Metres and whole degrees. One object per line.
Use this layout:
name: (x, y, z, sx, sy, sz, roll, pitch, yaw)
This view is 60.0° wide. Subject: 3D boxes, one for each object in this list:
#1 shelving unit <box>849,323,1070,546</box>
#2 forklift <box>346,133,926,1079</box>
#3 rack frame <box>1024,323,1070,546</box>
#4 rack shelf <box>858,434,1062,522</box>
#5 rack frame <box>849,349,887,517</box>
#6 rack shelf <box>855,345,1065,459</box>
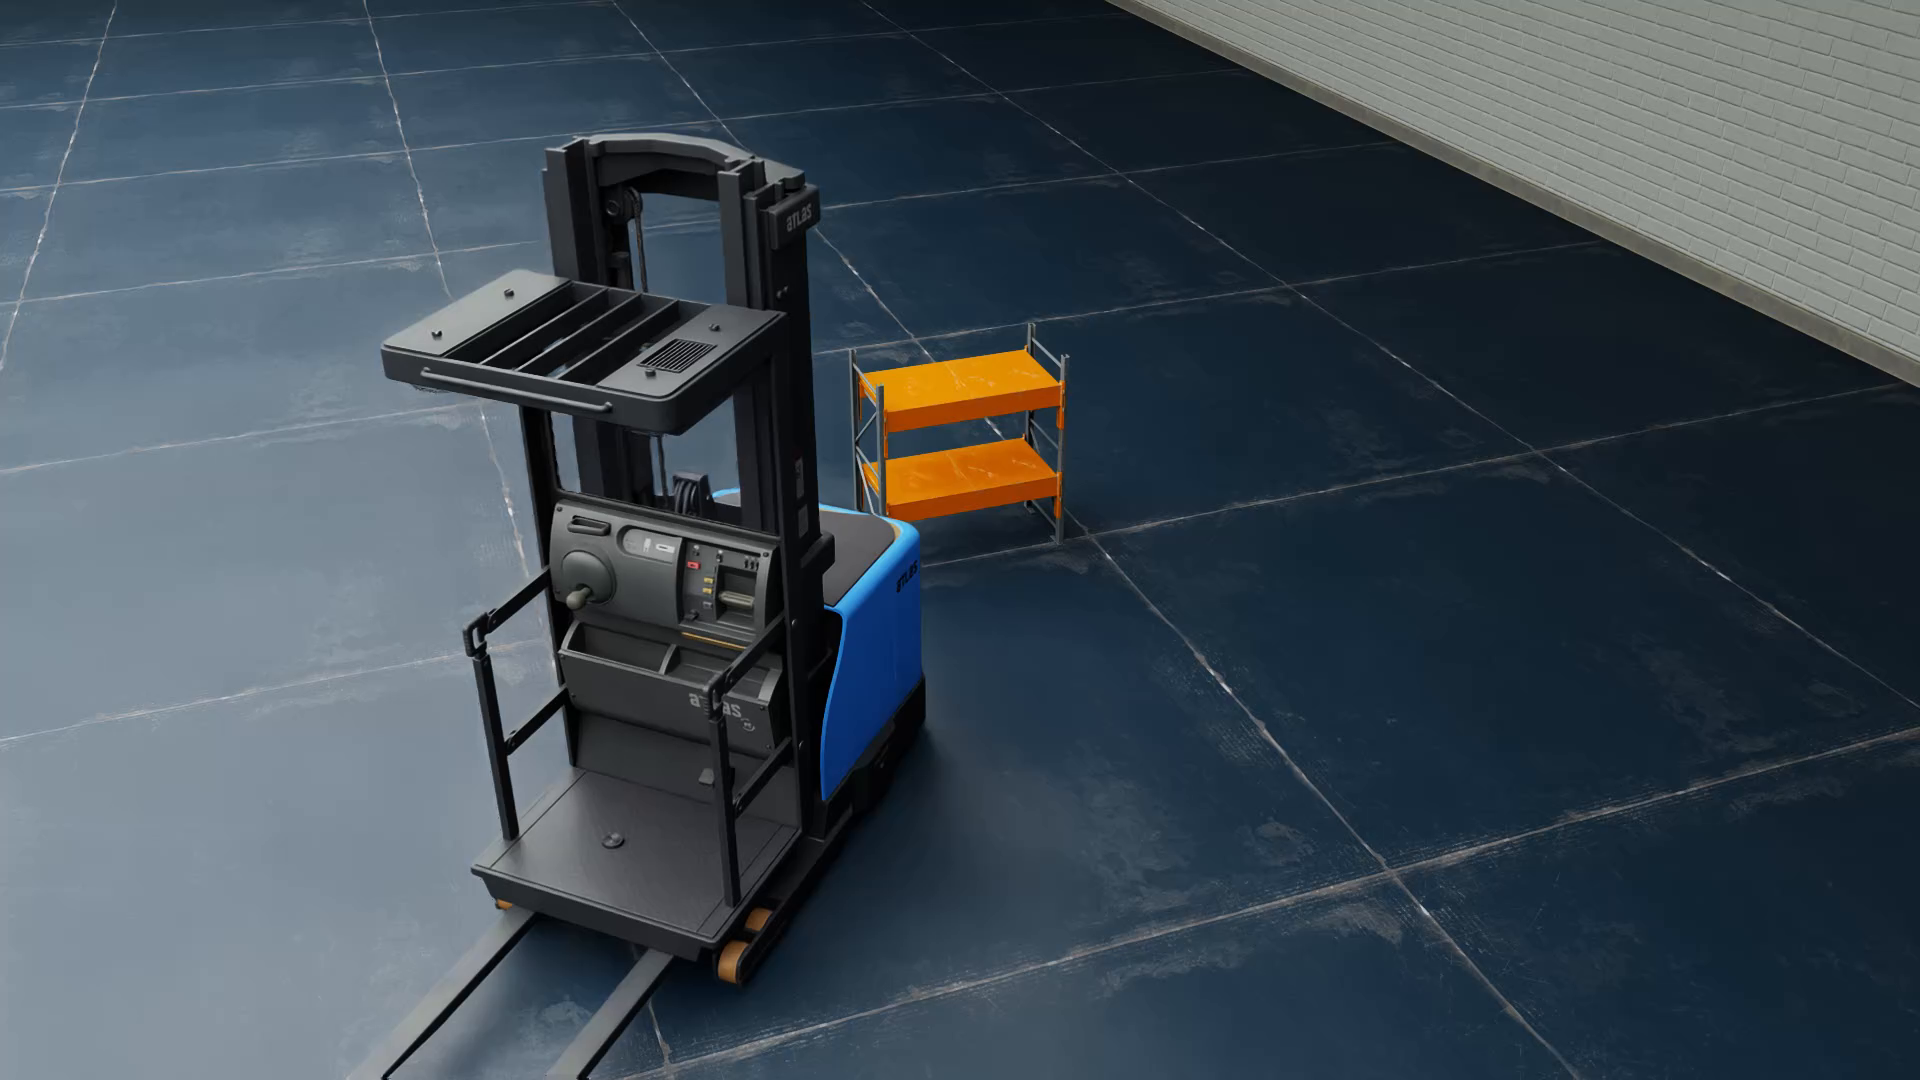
shelving unit: (-0.006, -0.488, 8.969, 1.048, 1.125, 0.538, -10, 31, -18)
forklift: (-1.194, 0.168, 5.994, 1.130, 2.935, 3.031, 12, 32, 20)
rack frame: (0.470, -0.575, 9.124, 0.032, 1.125, 0.500, -10, 31, -18)
rack shelf: (-0.006, -0.275, 9.091, 1.000, 0.278, 0.538, -10, 31, -18)
rack frame: (-0.483, -0.400, 8.815, 0.032, 1.125, 0.500, -10, 31, -18)
rack shelf: (-0.006, -0.742, 8.825, 1.000, 0.278, 0.538, -10, 31, -18)
